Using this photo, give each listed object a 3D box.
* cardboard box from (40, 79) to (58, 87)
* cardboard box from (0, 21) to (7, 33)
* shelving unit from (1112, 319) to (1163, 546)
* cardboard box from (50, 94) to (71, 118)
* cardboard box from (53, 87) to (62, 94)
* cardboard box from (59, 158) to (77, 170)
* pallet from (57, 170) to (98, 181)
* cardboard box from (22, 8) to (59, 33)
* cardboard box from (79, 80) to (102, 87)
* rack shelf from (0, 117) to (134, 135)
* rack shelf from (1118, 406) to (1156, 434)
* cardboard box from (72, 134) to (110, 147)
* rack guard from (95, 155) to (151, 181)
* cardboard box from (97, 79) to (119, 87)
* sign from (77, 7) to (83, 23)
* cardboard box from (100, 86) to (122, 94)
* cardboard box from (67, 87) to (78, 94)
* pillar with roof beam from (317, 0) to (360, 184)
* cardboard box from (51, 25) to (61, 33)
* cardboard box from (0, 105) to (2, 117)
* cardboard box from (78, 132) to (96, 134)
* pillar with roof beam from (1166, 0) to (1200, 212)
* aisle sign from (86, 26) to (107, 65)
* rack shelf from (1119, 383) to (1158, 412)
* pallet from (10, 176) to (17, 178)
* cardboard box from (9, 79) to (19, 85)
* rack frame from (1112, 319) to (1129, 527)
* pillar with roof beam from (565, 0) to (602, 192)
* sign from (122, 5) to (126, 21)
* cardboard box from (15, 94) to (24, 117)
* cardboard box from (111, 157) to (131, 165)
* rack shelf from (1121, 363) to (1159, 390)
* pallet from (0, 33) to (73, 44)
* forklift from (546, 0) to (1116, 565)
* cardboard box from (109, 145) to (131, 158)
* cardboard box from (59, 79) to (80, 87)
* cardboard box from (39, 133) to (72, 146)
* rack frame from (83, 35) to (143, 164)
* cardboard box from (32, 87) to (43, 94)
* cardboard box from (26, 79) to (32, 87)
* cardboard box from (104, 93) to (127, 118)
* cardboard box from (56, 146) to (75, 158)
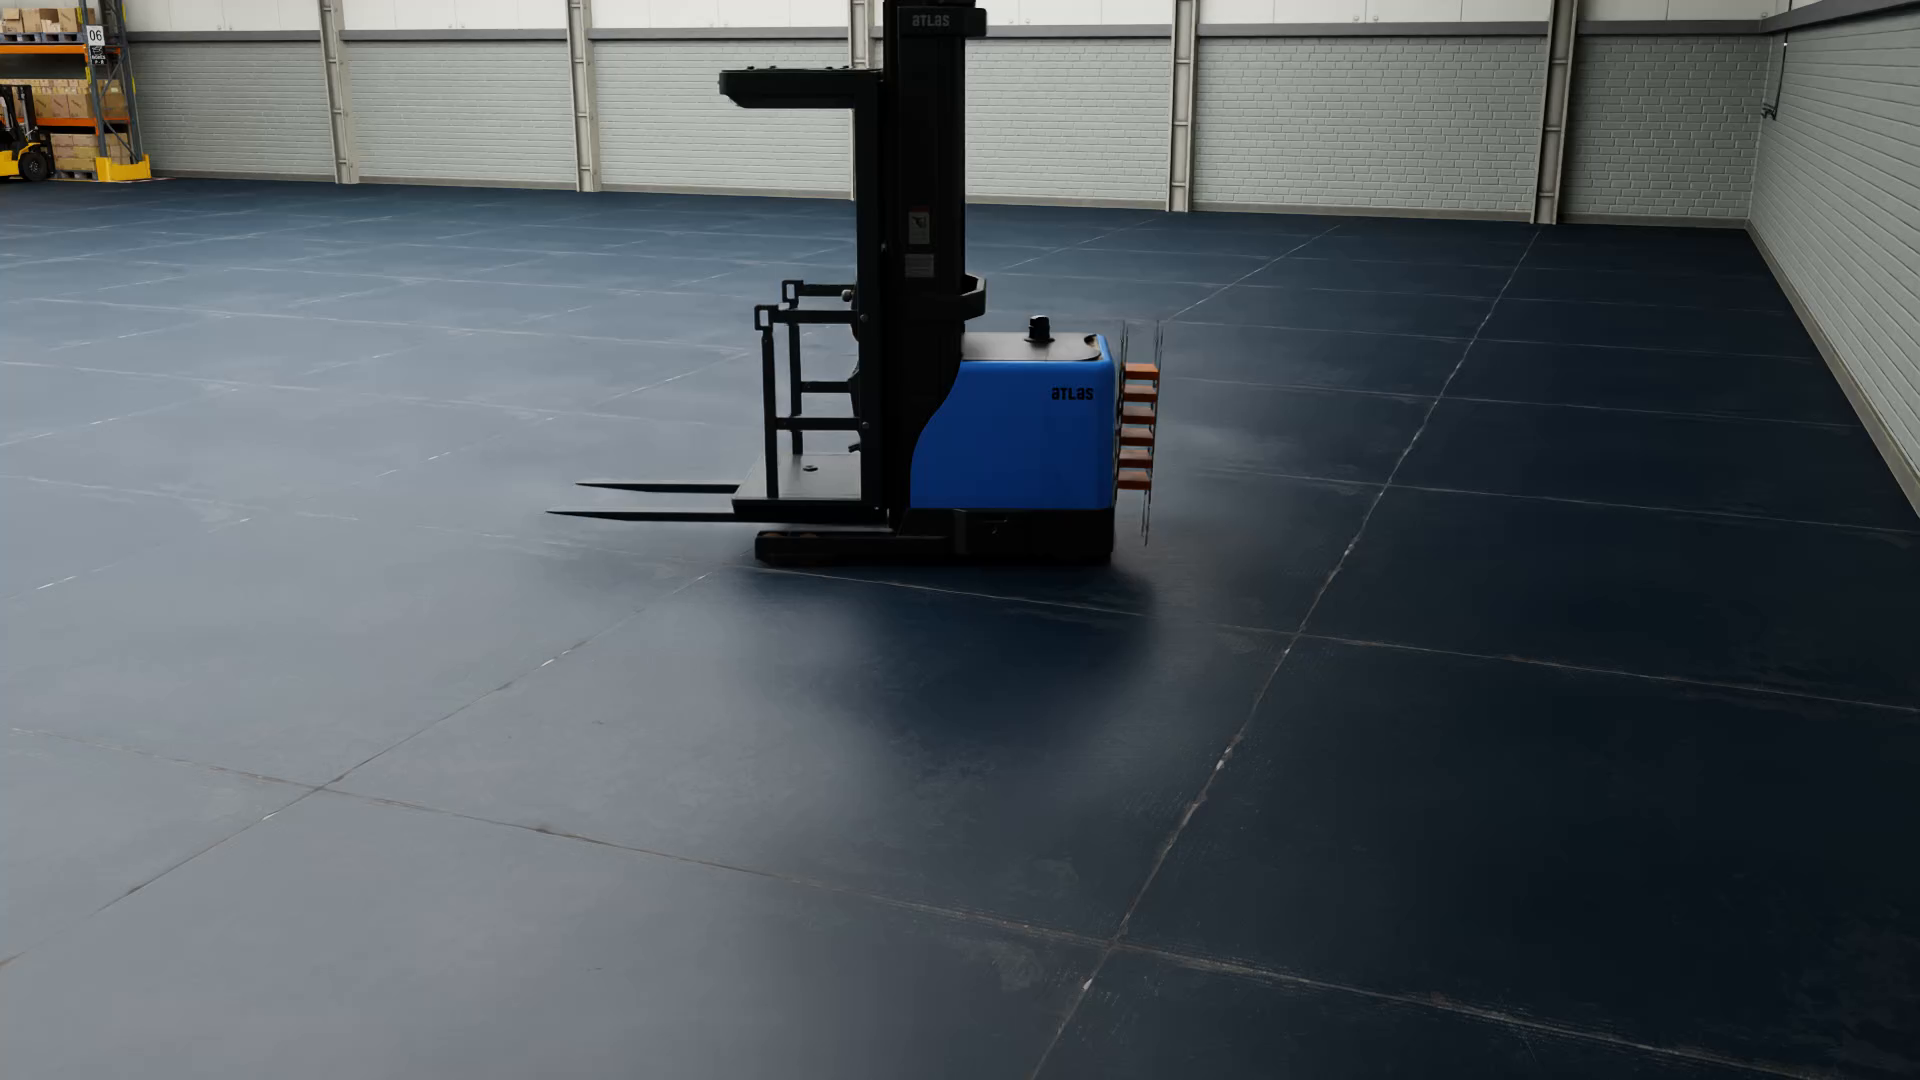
[{"bbox_3d":[-19.604,-9.863,35.892,0.250,0.149,0.380,7,18,22],"label":"cardboard box"},{"bbox_3d":[-20.664,-11.103,35.969,0.258,0.266,0.396,6,17,19],"label":"cardboard box"},{"bbox_3d":[0.949,-0.579,9.004,0.189,1.200,0.258,2,16,0],"label":"shelving unit"},{"bbox_3d":[-19.245,-9.385,35.942,0.500,0.500,0.500,7,18,22],"label":"cardboard box"},{"bbox_3d":[-19.331,-9.711,35.900,0.250,0.149,0.380,6,17,20],"label":"cardboard box"},{"bbox_3d":[-19.224,-8.200,36.217,0.500,0.250,0.500,6,17,21],"label":"cardboard box"},{"bbox_3d":[-18.939,-8.028,36.446,1.213,0.211,1.003,6,17,21],"label":"pallet"},{"bbox_3d":[-19.629,-11.150,35.709,0.500,0.500,0.700,6,17,21],"label":"cardboard box"},{"bbox_3d":[-18.623,-9.784,35.618,0.250,0.149,0.380,6,17,21],"label":"cardboard box"},{"bbox_3d":[-20.073,-9.158,36.631,4.000,0.370,1.077,6,17,21],"label":"rack shelf"},{"bbox_3d":[0.952,-0.652,8.983,0.180,0.103,0.258,2,16,0],"label":"rack shelf"},{"bbox_3d":[-18.755,-8.627,35.895,0.500,0.250,0.500,7,18,22],"label":"cardboard box"},{"bbox_3d":[-18.190,-8.096,36.166,0.348,0.500,1.175,6,17,21],"label":"rack guard"},{"bbox_3d":[-18.446,-9.891,35.989,0.250,0.149,0.380,6,17,20],"label":"cardboard box"},{"bbox_3d":[-18.424,-10.988,34.815,0.005,0.325,0.100,6,17,21],"label":"sign"},{"bbox_3d":[-18.432,-9.761,36.072,0.250,0.149,0.380,6,17,19],"label":"cardboard box"},{"bbox_3d":[-18.886,-9.640,35.657,0.250,0.149,0.380,7,17,22],"label":"cardboard box"},{"bbox_3d":[-14.527,-10.755,30.079,0.400,9.000,9.100,6,17,21],"label":"pillar with roof beam"},{"bbox_3d":[-19.094,-10.875,35.391,0.250,0.149,0.380,6,17,19],"label":"cardboard box"},{"bbox_3d":[-21.125,-9.594,36.663,0.500,0.500,0.500,7,17,22],"label":"cardboard box"},{"bbox_3d":[-19.056,-8.809,36.522,0.500,0.250,0.500,6,17,21],"label":"cardboard box"},{"bbox_3d":[2.217,-8.914,23.737,0.400,9.000,9.100,6,17,21],"label":"pillar with roof beam"},{"bbox_3d":[-18.259,-10.465,35.178,0.004,0.787,0.394,6,17,21],"label":"aisle sign"},{"bbox_3d":[0.957,-0.767,8.949,0.180,0.103,0.258,2,16,0],"label":"rack shelf"},{"bbox_3d":[-21.209,-8.277,37.306,1.213,0.211,1.003,6,17,21],"label":"pallet"},{"bbox_3d":[-20.518,-9.990,36.329,0.250,0.149,0.380,6,17,20],"label":"cardboard box"},{"bbox_3d":[0.857,-0.583,9.003,0.006,1.200,0.240,2,16,0],"label":"rack frame"},{"bbox_3d":[-8.946,-10.141,27.965,0.400,9.000,9.100,6,17,21],"label":"pillar with roof beam"},{"bbox_3d":[-18.003,-11.341,35.768,0.005,0.325,0.100,6,17,21],"label":"sign"},{"bbox_3d":[-20.194,-9.486,36.289,0.500,0.500,0.500,6,17,21],"label":"cardboard box"},{"bbox_3d":[-18.597,-8.281,36.498,0.500,0.250,0.500,6,17,21],"label":"cardboard box"},{"bbox_3d":[0.962,-0.882,8.916,0.180,0.103,0.258,2,16,0],"label":"rack shelf"},{"bbox_3d":[-19.999,-10.901,36.120,1.213,0.211,1.003,6,17,21],"label":"pallet"},{"bbox_3d":[-0.692,-1.423,8.817,3.031,2.935,1.130,1,16,2],"label":"forklift"},{"bbox_3d":[-18.573,-8.522,36.432,0.500,0.250,0.500,7,17,22],"label":"cardboard box"},{"bbox_3d":[-19.117,-9.821,35.745,0.250,0.149,0.380,7,17,22],"label":"cardboard box"},{"bbox_3d":[-19.705,-8.727,36.238,0.500,0.250,0.500,7,17,21],"label":"cardboard box"},{"bbox_3d":[-18.212,-9.299,35.826,0.127,3.000,1.000,6,17,21],"label":"rack frame"},{"bbox_3d":[-19.840,-9.746,36.023,0.250,0.149,0.380,6,17,21],"label":"cardboard box"},{"bbox_3d":[-20.052,-9.939,36.153,0.250,0.149,0.380,7,17,21],"label":"cardboard box"},{"bbox_3d":[-18.571,-9.470,36.234,0.500,0.500,0.500,7,18,22],"label":"cardboard box"},{"bbox_3d":[-19.242,-8.443,36.159,0.500,0.250,0.500,6,17,20],"label":"cardboard box"}]
